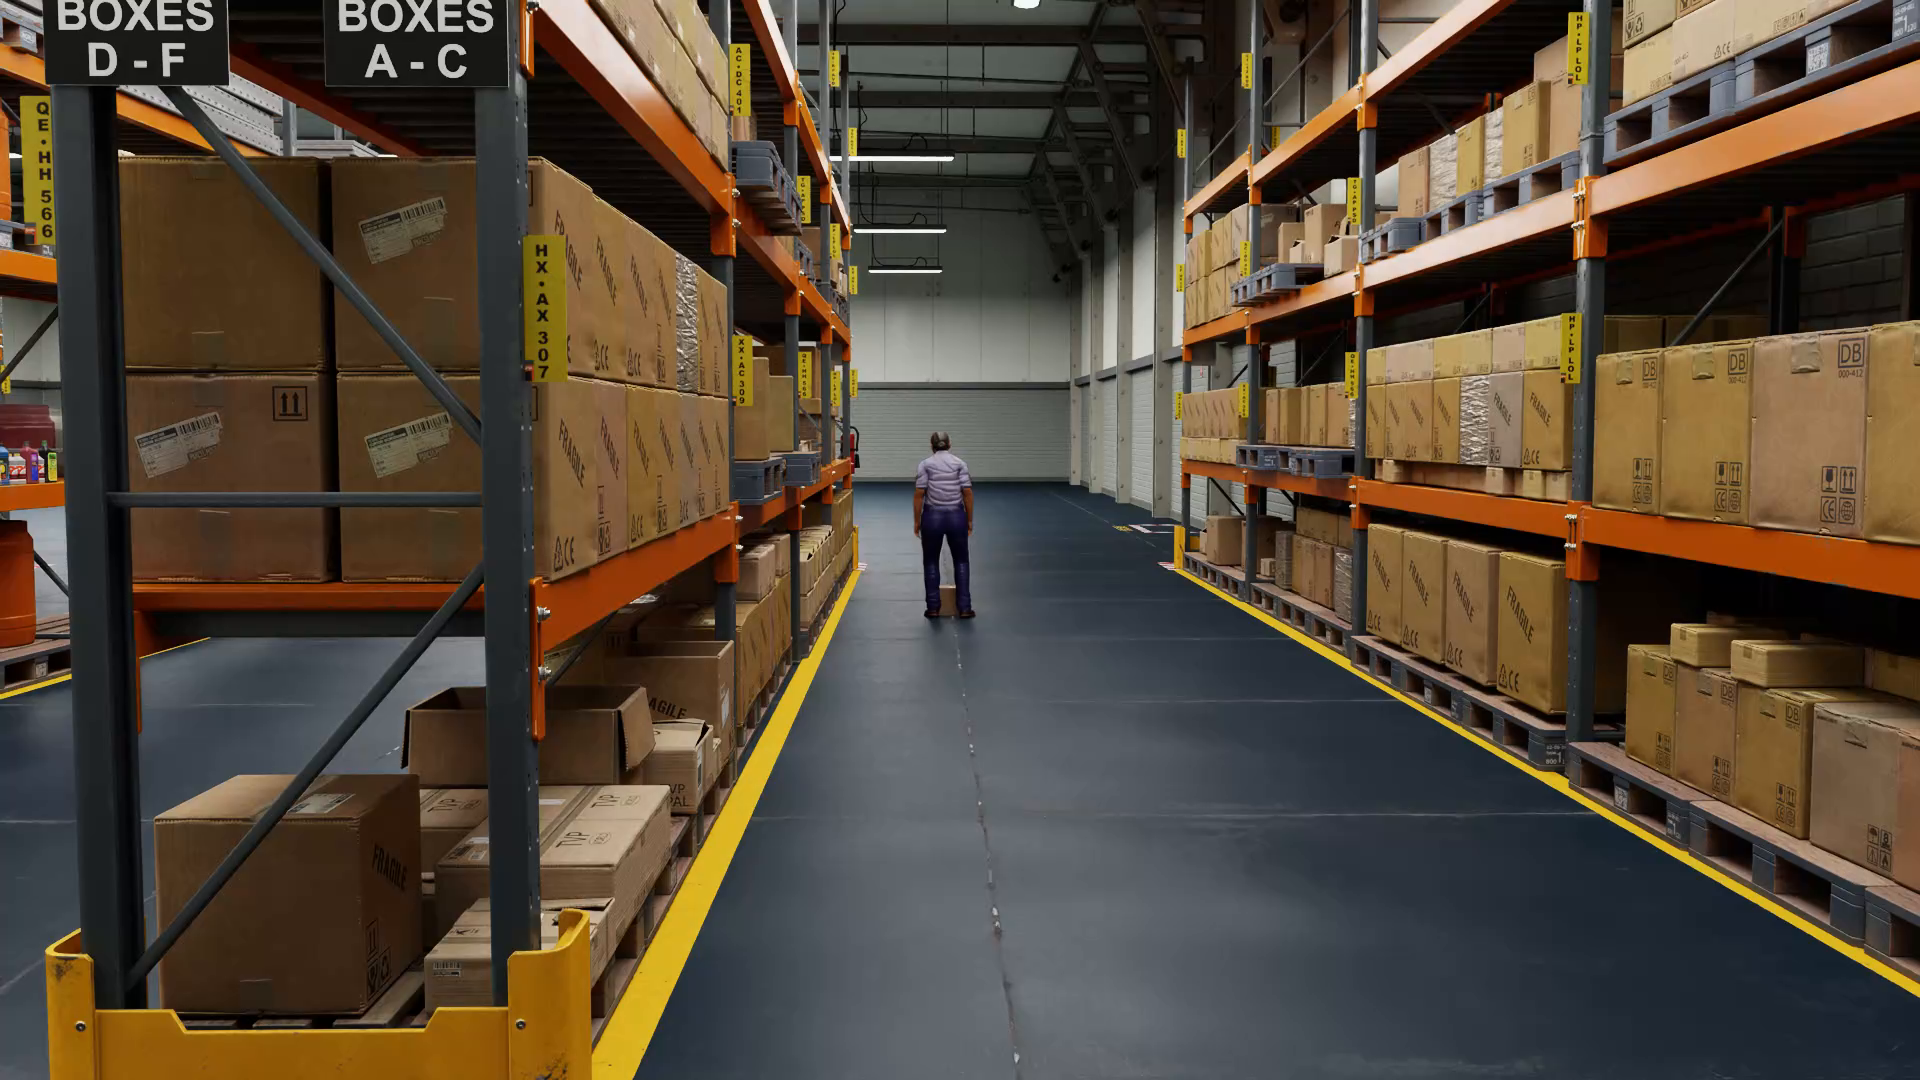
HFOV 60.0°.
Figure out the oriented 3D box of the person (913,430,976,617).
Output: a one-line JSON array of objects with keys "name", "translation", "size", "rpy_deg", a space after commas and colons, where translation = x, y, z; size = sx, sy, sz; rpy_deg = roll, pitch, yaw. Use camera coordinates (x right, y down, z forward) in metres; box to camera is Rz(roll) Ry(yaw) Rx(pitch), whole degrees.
[{"name": "person", "translation": [-0.135, -0.141, 14.649], "size": [0.562, 1.651, 0.427], "rpy_deg": [0, 4, -5]}]
